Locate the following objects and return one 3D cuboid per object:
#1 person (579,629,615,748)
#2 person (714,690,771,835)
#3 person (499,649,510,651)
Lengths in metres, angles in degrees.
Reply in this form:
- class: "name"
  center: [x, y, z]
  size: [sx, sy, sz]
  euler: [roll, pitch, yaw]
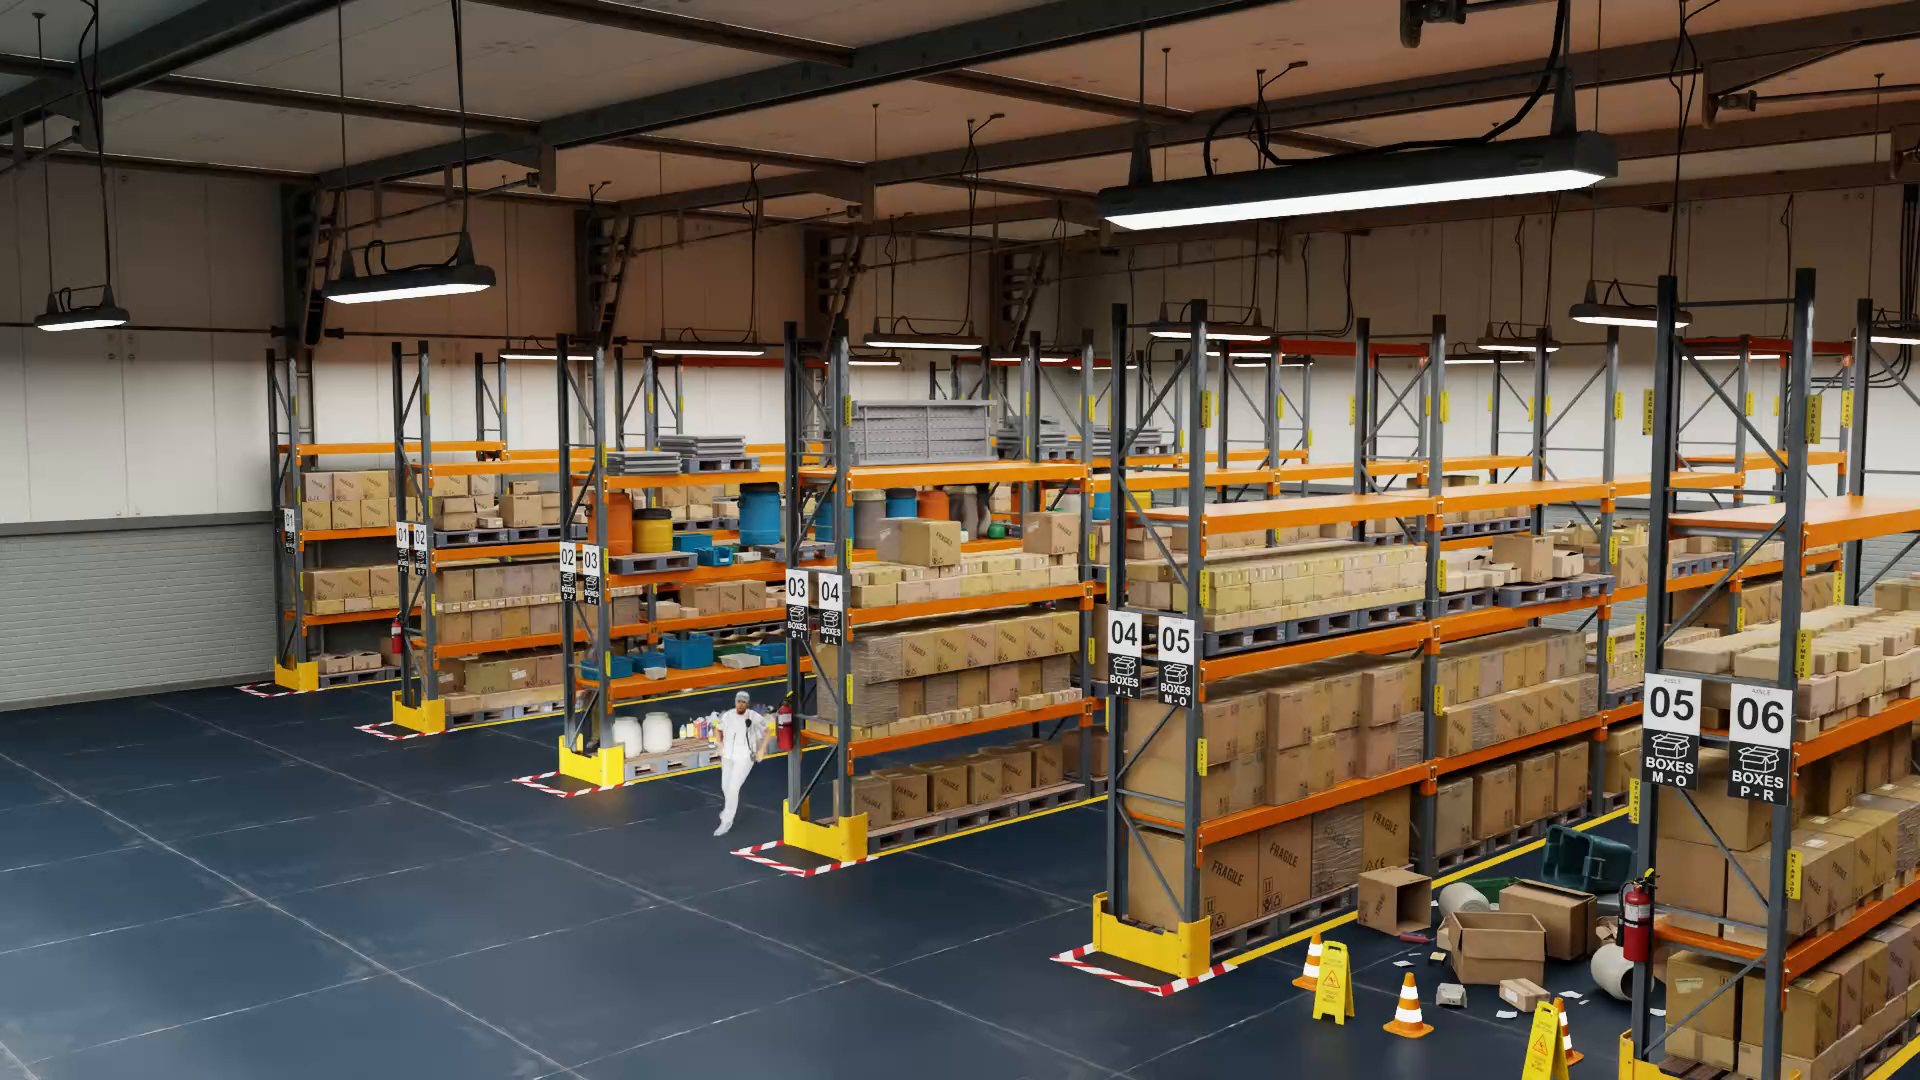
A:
- class: "person"
  center: [-5.324, 2.177, 24.578]
  size: [0.705, 1.750, 0.687]
  euler: [3, 6, 35]
- class: "person"
  center: [-2.661, 2.634, 19.896]
  size: [0.694, 1.691, 0.810]
  euler: [2, 5, 18]
- class: "person"
  center: [-7.762, 1.773, 28.530]
  size: [0.644, 1.806, 0.915]
  euler: [4, 6, 39]
